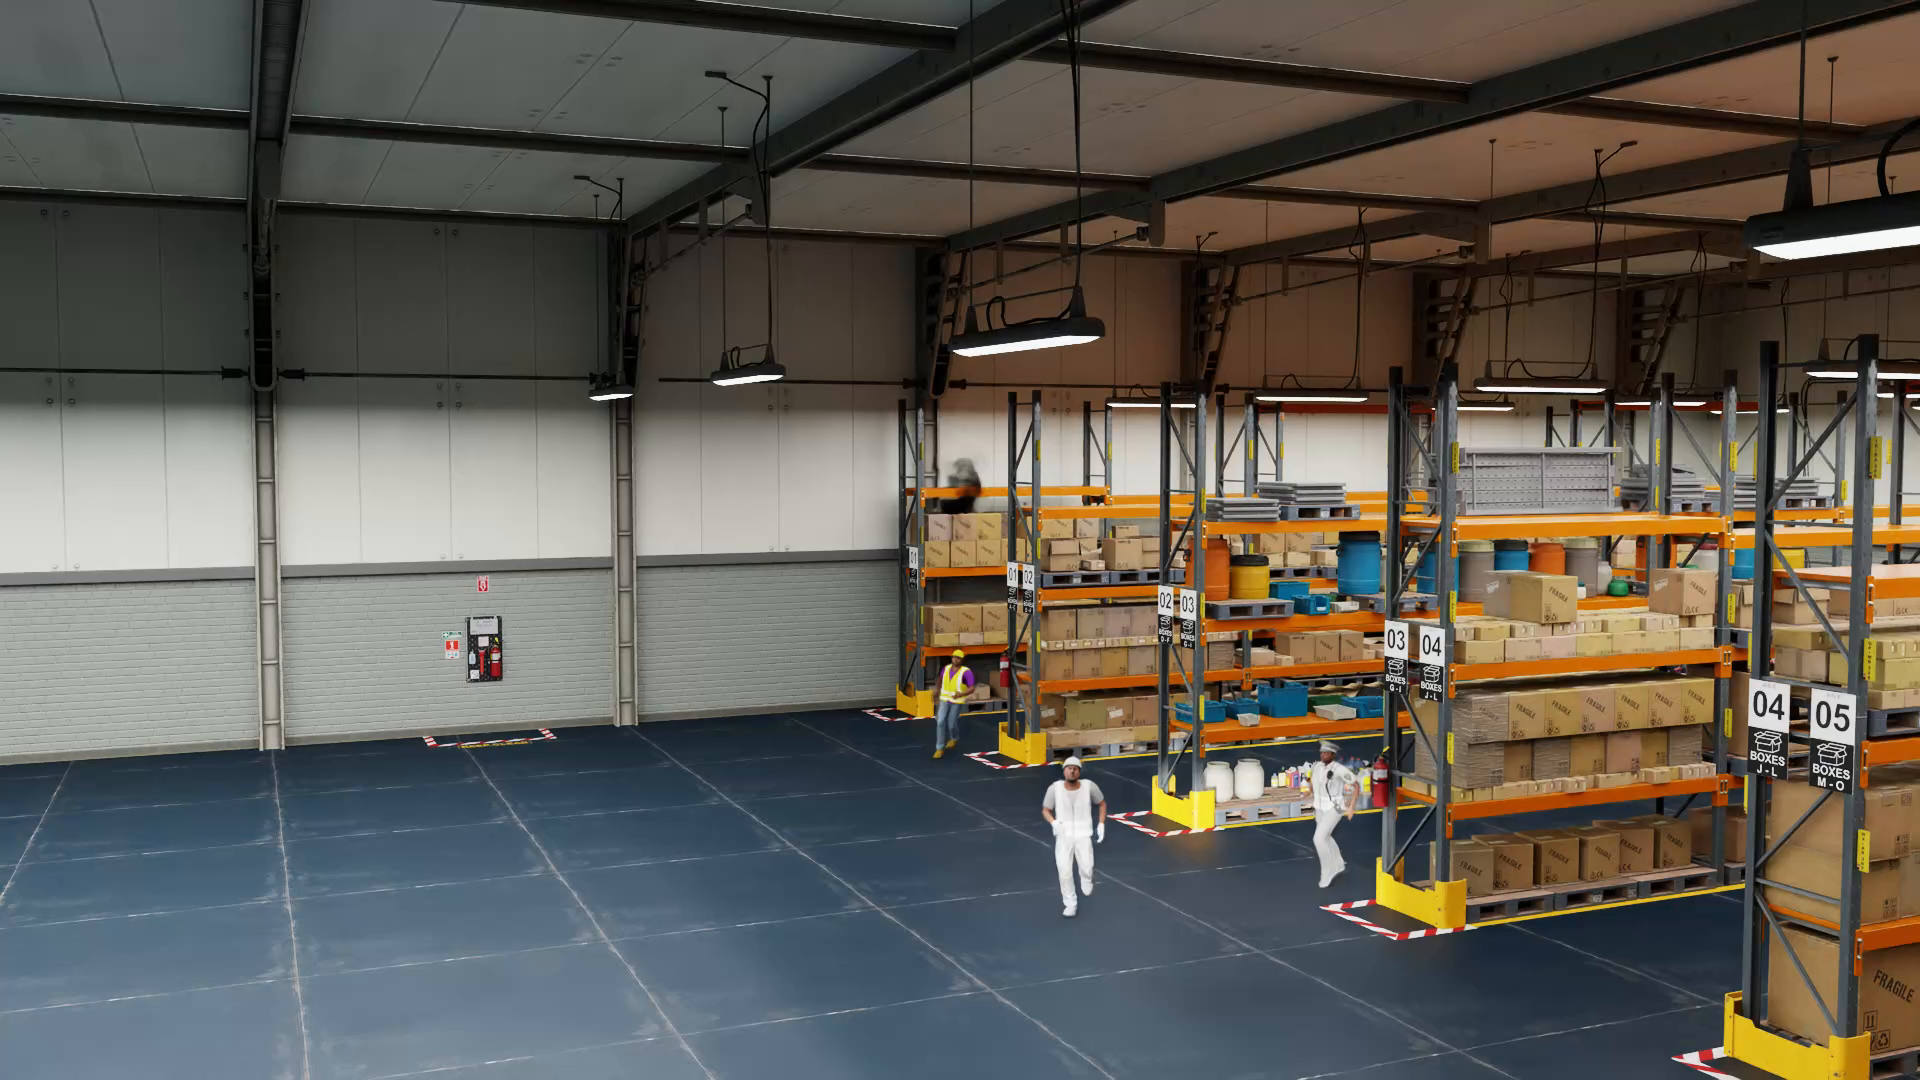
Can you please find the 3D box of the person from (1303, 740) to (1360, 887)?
[{"bbox_3d":[4.345,3.197,19.527,0.697,1.730,0.619,-2,4,-30],"label":"person"}]

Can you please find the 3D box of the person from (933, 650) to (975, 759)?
[{"bbox_3d":[-0.123,2.681,27.397,0.743,1.742,0.877,1,4,21],"label":"person"}]

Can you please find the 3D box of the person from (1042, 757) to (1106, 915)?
[{"bbox_3d":[1.251,3.236,18.232,0.709,1.725,0.623,0,3,2],"label":"person"}]
